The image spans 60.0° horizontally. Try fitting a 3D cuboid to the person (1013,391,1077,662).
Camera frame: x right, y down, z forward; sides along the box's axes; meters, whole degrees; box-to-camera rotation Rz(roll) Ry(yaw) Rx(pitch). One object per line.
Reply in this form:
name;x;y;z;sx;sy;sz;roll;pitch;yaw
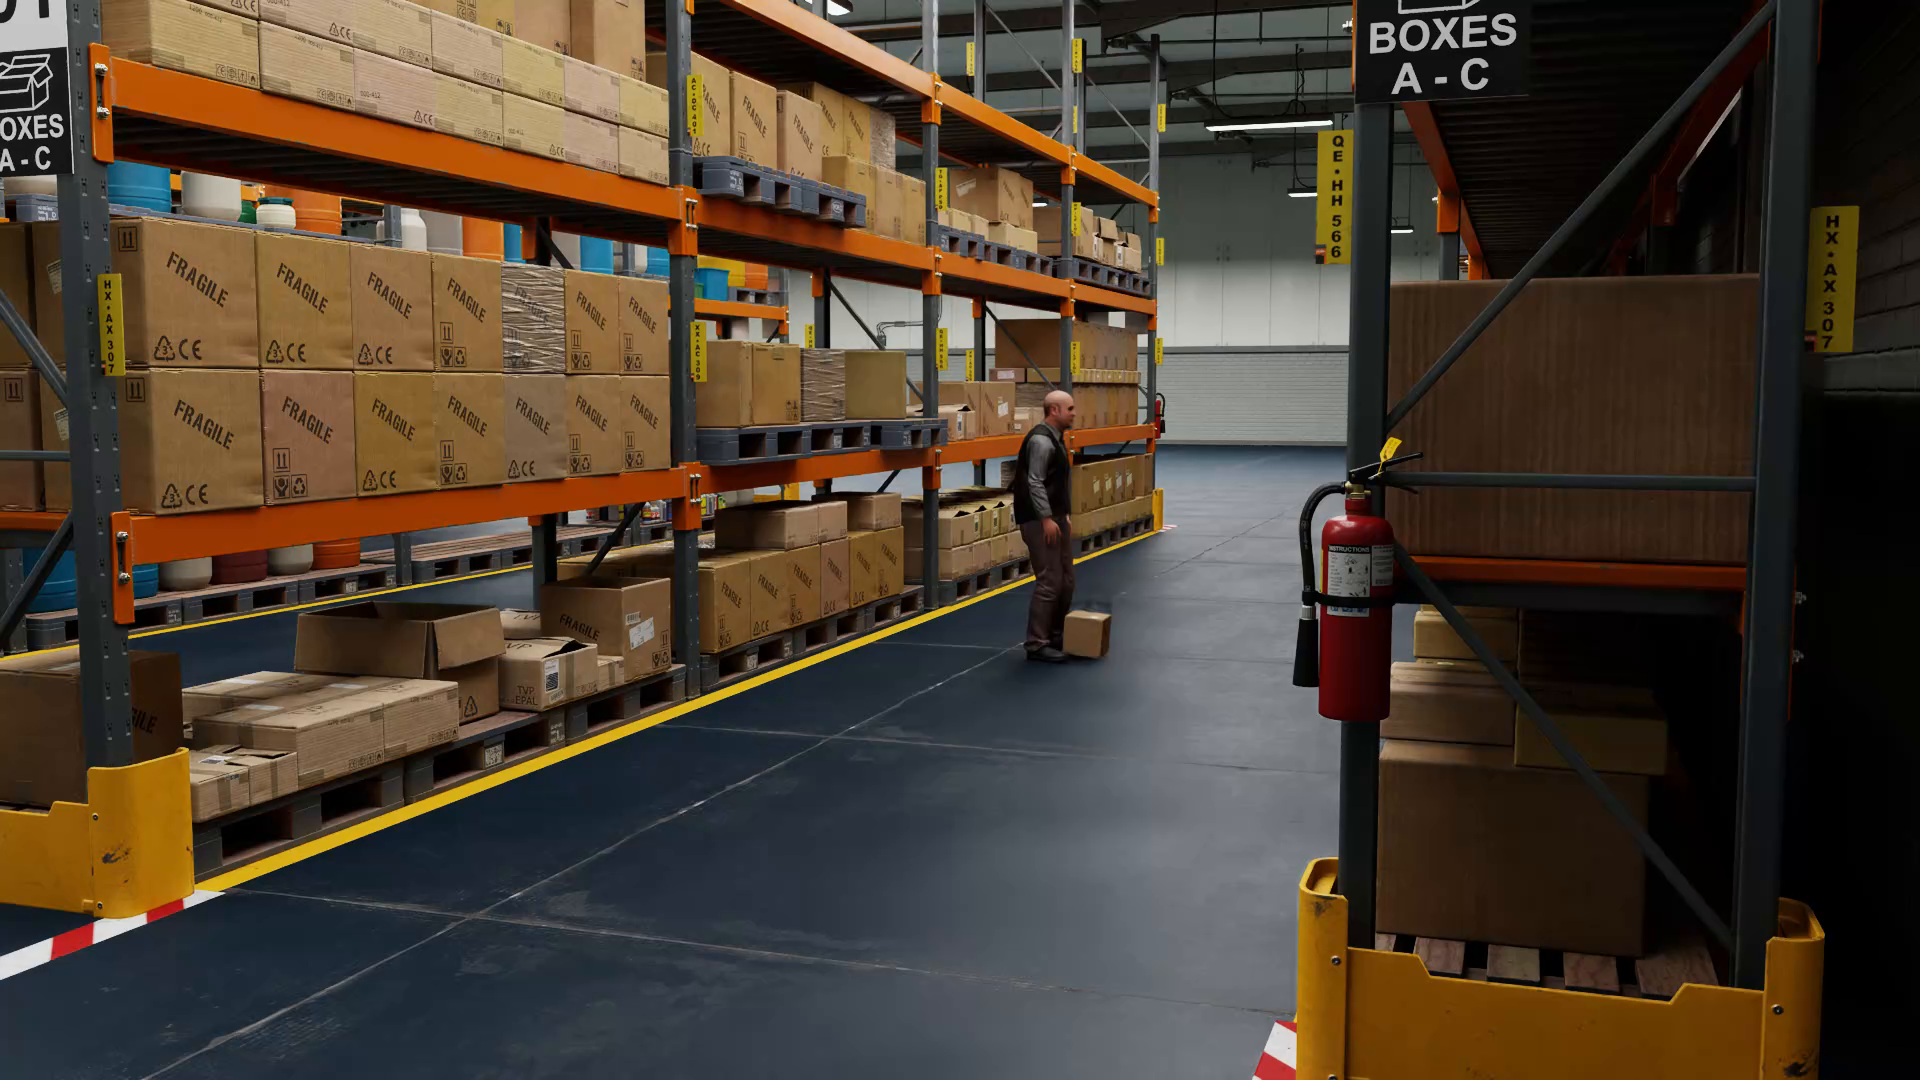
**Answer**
person;0.584;-0.101;10.737;0.473;1.722;0.569;2;5;17
